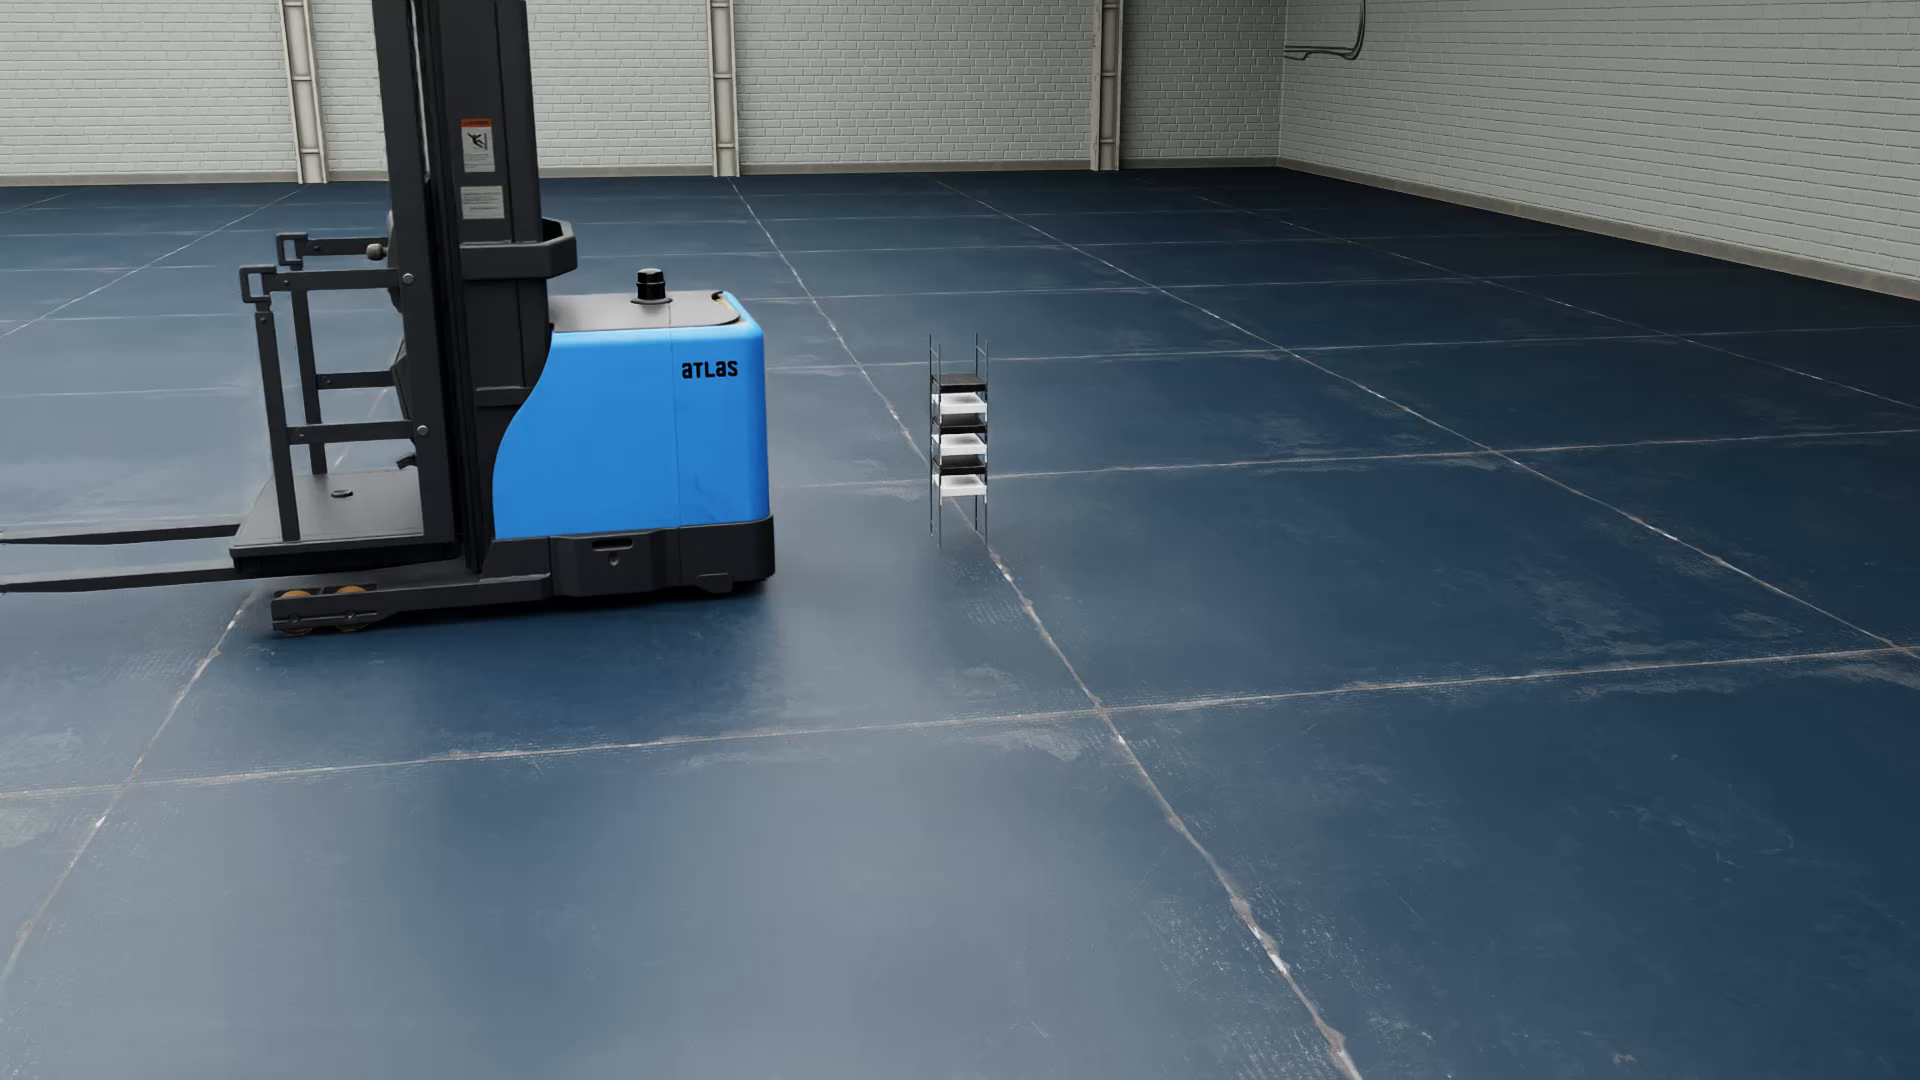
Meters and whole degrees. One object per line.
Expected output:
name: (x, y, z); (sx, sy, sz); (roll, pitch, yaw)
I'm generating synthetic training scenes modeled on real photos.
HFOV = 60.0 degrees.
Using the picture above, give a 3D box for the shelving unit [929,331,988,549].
shelving unit: (-0.008, -0.430, 7.178); (0.210, 0.900, 0.258); (-3, 17, -10)

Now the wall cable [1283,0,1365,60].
wall cable: (5.452, -8.520, 25.012); (0.112, 2.526, 3.097); (-3, 17, -10)

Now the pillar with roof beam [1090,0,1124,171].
pillar with roof beam: (3.126, -8.980, 21.222); (0.400, 9.000, 9.100); (-3, 17, -10)

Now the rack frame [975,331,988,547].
rack frame: (0.092, -0.435, 7.197); (0.006, 0.900, 0.240); (-3, 17, -10)

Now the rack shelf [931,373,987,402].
rack shelf: (-0.008, -0.656, 7.109); (0.200, 0.077, 0.258); (-3, 17, -10)

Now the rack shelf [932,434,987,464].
rack shelf: (-0.008, -0.398, 7.188); (0.200, 0.077, 0.258); (-3, 17, -10)

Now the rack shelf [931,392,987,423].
rack shelf: (-0.008, -0.570, 7.135); (0.200, 0.077, 0.258); (-3, 17, -10)

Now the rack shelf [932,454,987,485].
rack shelf: (-0.008, -0.312, 7.214); (0.200, 0.077, 0.258); (-3, 17, -10)

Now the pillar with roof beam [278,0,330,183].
pillar with roof beam: (-8.656, -8.312, 19.046); (0.400, 9.000, 9.100); (-3, 17, -10)

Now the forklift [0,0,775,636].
forklift: (-2.314, -1.217, 6.282); (3.031, 2.935, 1.130); (-4, 18, -14)

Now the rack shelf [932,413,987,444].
rack shelf: (-0.008, -0.484, 7.162); (0.200, 0.077, 0.258); (-3, 17, -10)

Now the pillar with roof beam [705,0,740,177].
pillar with roof beam: (-2.765, -8.646, 20.134); (0.400, 9.000, 9.100); (-3, 17, -10)

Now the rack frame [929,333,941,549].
rack frame: (-0.108, -0.424, 7.160); (0.006, 0.900, 0.240); (-3, 17, -10)

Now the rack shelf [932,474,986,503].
rack shelf: (-0.008, -0.226, 7.241); (0.200, 0.077, 0.258); (-3, 17, -10)
